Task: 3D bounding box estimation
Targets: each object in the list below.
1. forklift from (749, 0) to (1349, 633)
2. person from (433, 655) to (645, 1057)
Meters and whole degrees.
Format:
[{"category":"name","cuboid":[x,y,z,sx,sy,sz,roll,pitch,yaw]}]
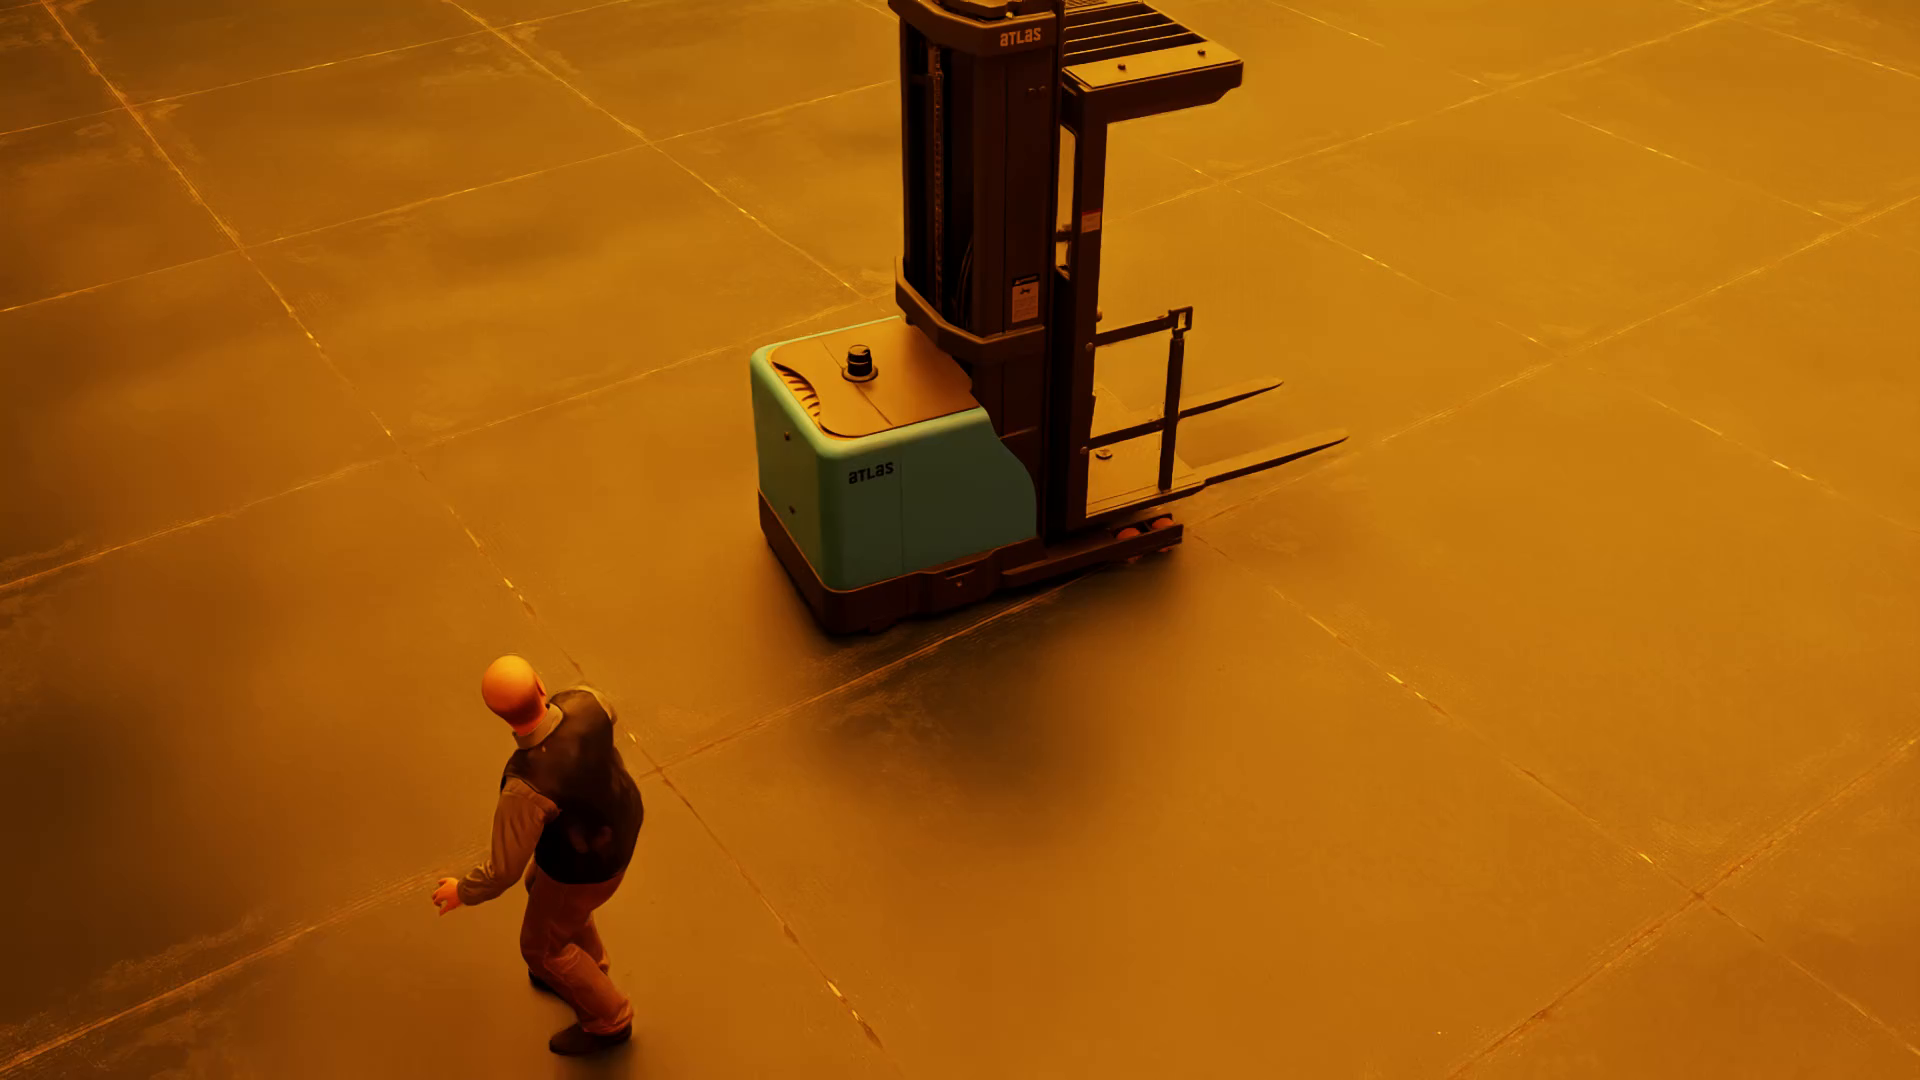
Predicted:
[{"category":"forklift","cuboid":[0.549,-1.338,7.754,3.031,2.935,1.130,-16,39,-20]},{"category":"person","cuboid":[-1.394,1.051,5.622,0.602,1.679,0.764,5,37,6]}]
